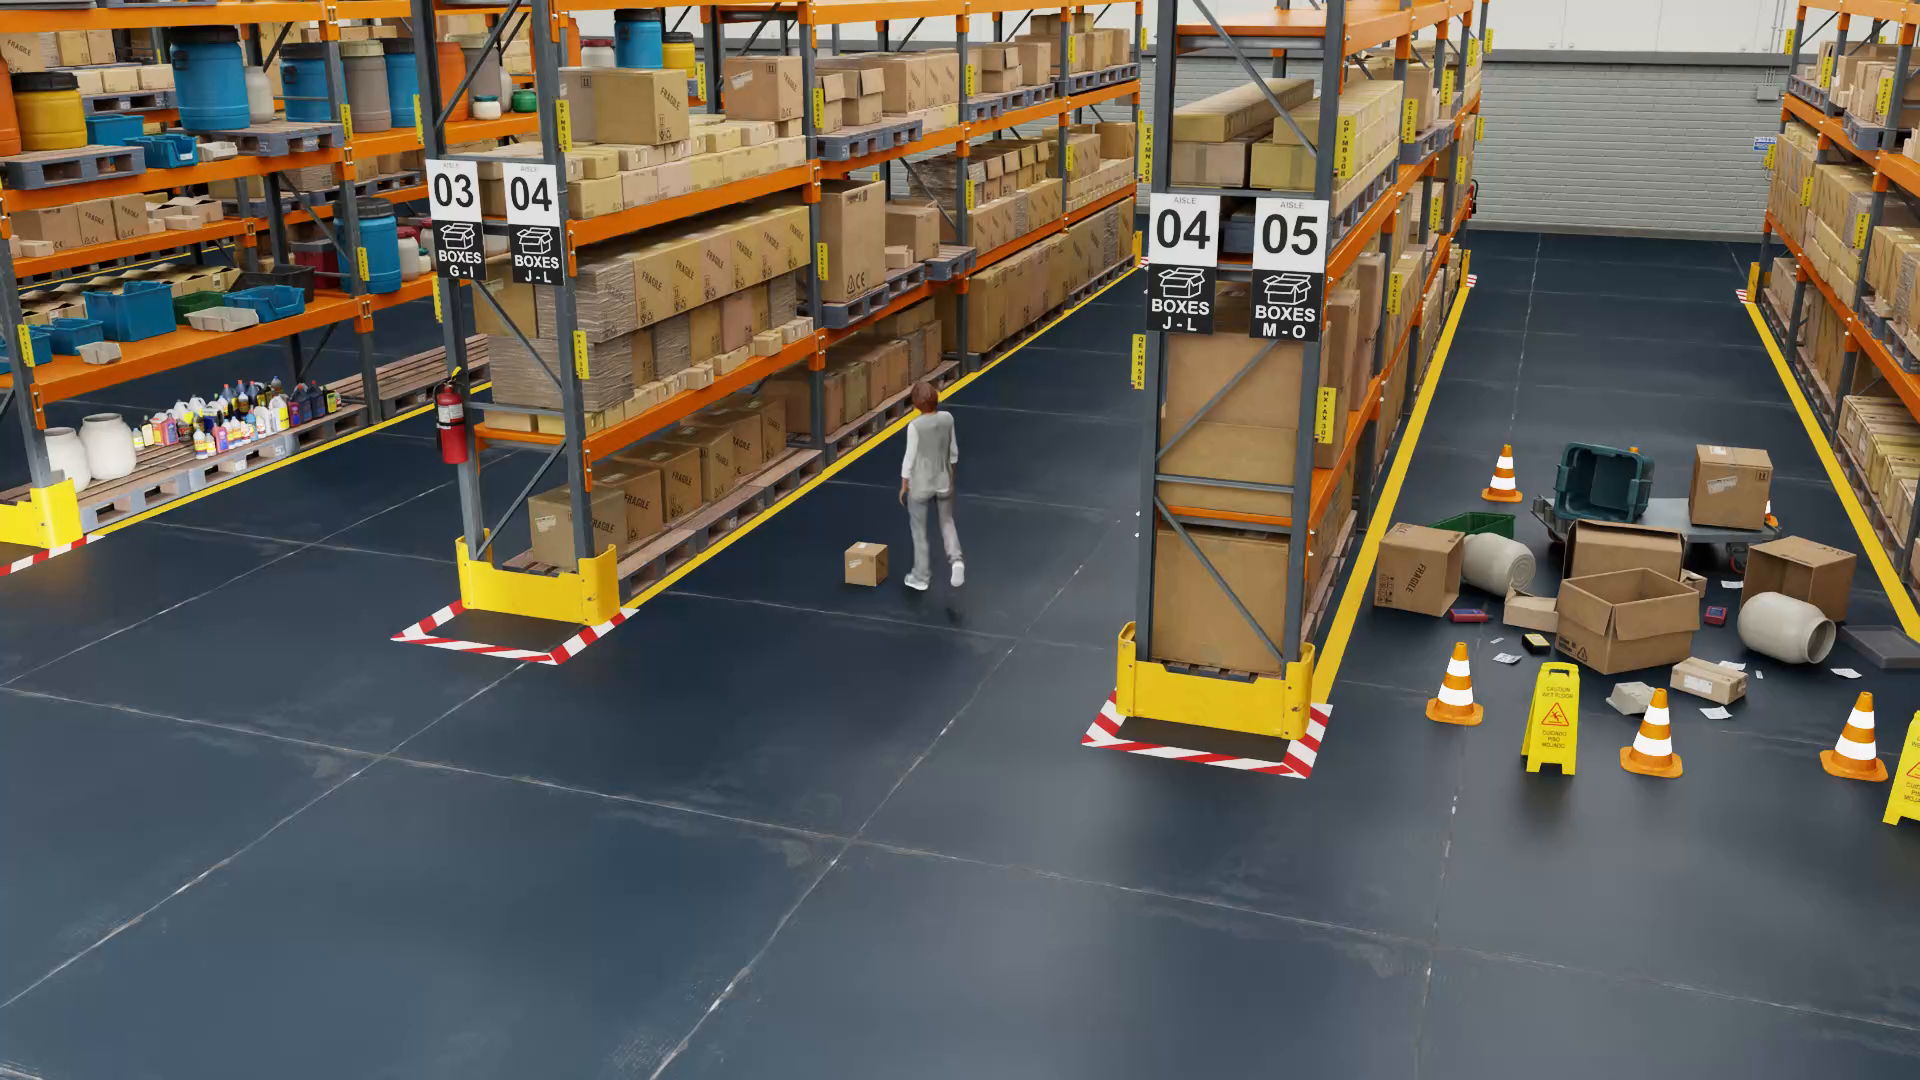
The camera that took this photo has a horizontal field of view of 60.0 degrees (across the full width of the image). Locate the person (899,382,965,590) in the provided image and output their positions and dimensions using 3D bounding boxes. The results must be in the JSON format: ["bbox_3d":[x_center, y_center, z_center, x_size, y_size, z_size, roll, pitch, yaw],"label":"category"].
[{"bbox_3d":[-0.204,-0.378,12.138,0.452,1.596,0.549,-10,21,-27],"label":"person"}]
